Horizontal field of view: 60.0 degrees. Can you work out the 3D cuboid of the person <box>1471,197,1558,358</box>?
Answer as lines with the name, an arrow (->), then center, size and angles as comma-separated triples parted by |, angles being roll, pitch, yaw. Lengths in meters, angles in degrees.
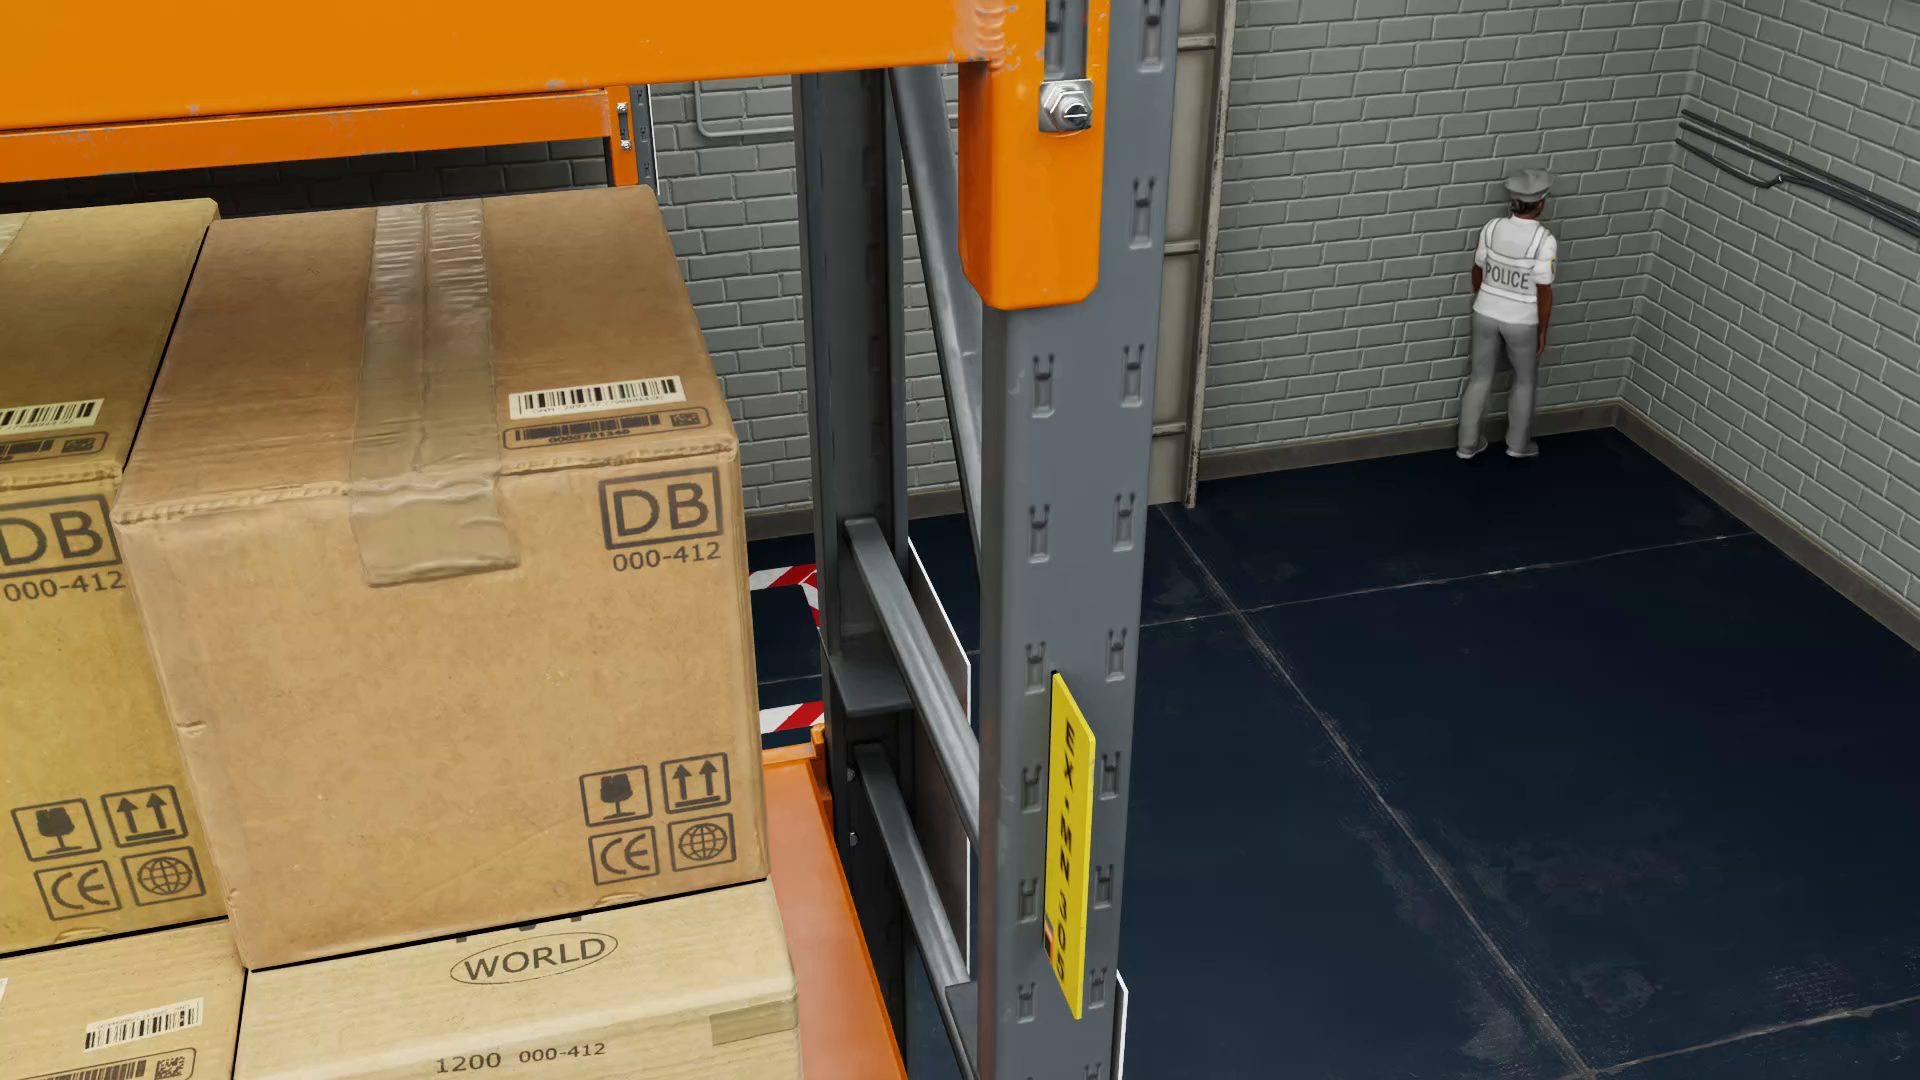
person -> 3.022, -1.500, 8.996 | 0.490, 0.990, 0.375 | 23, 37, 33
